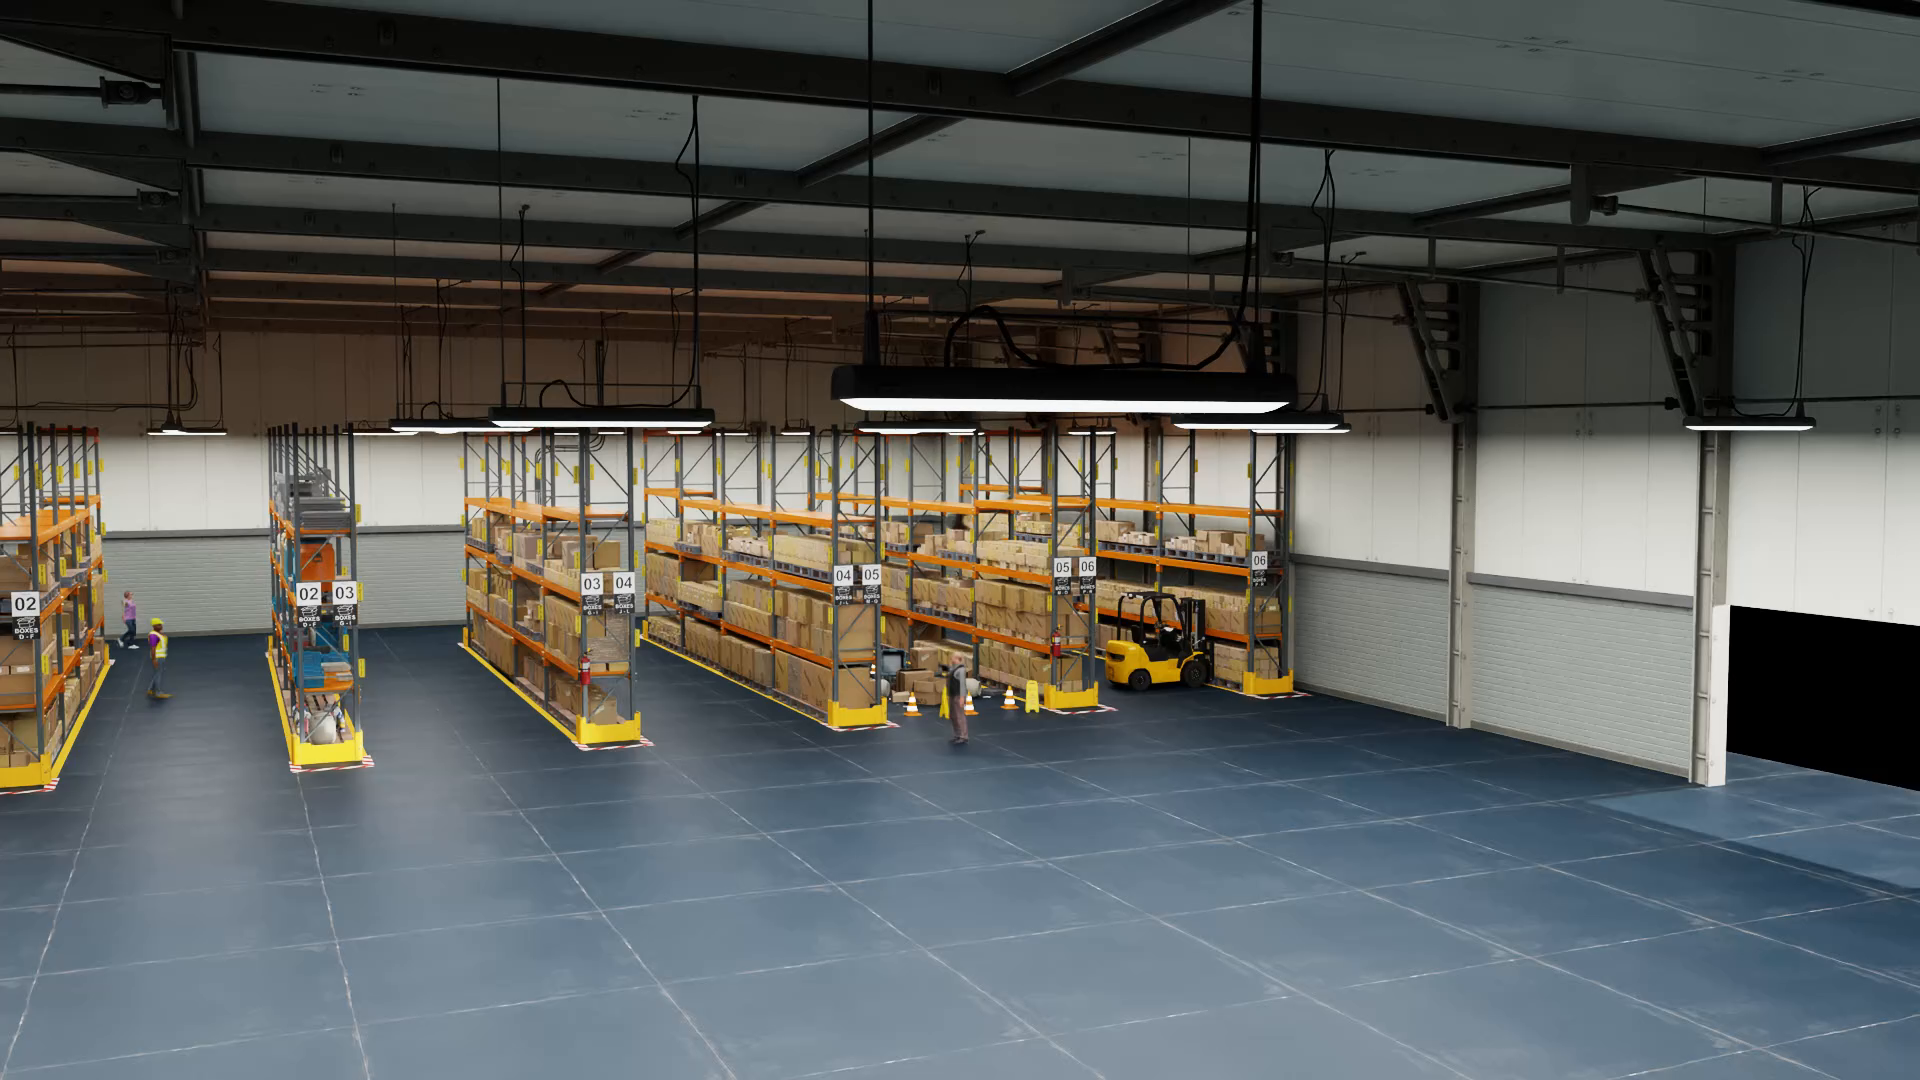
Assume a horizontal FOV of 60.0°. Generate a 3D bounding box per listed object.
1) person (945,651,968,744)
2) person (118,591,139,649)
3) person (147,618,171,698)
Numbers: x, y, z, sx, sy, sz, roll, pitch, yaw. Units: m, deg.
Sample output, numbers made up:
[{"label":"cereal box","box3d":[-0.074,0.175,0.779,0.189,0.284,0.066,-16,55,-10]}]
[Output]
[{"label":"person","box3d":[-0.067,2.962,31.219,0.388,1.751,0.636,-2,4,-24]},{"label":"person","box3d":[-22.568,2.165,45.103,0.472,1.583,0.435,0,4,7]},{"label":"person","box3d":[-17.637,2.591,36.587,0.458,1.768,0.595,-2,4,-33]}]
